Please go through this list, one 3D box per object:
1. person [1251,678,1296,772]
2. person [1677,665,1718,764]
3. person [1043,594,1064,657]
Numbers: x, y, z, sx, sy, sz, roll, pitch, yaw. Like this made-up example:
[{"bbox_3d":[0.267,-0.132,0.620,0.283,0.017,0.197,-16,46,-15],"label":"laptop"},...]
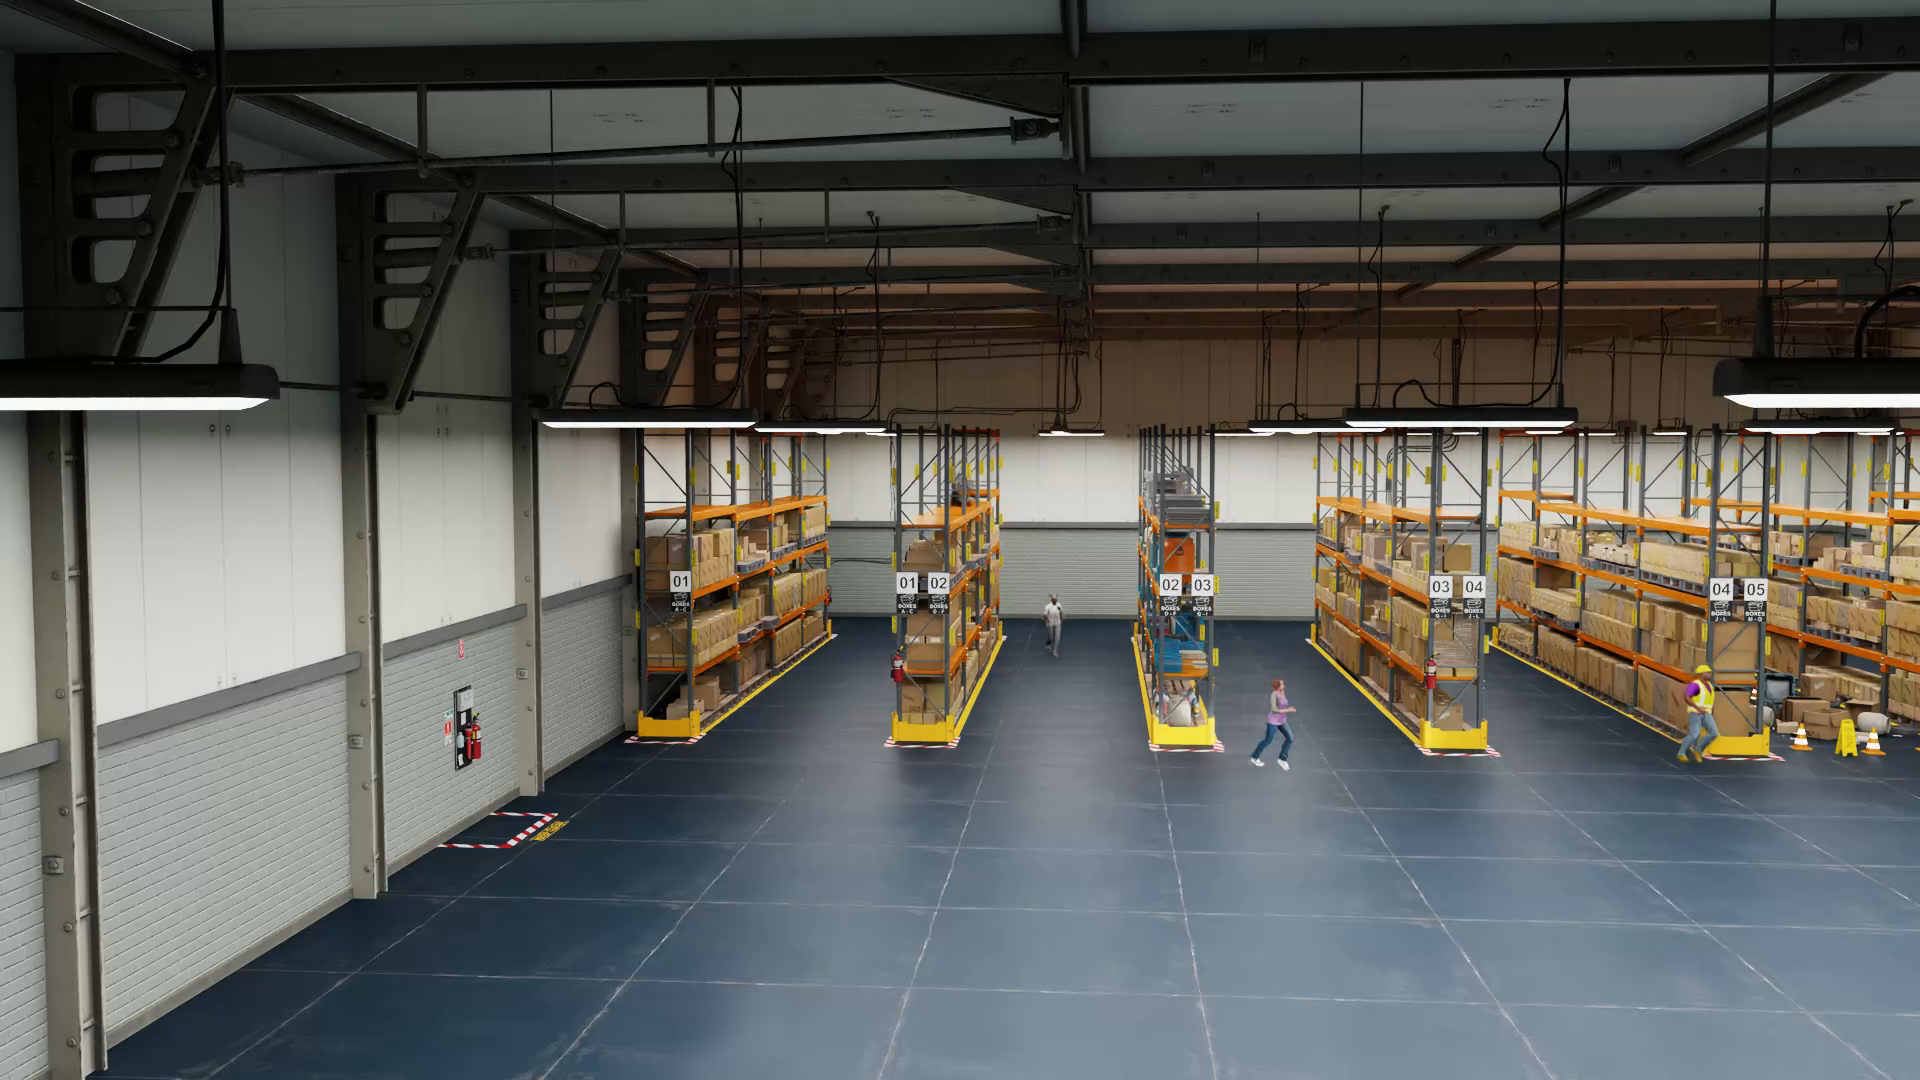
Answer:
[{"bbox_3d":[5.448,3.176,28.700,0.828,1.618,0.545,3,5,42],"label":"person"},{"bbox_3d":[13.097,3.075,29.365,0.749,1.732,0.621,-2,4,-25],"label":"person"},{"bbox_3d":[2.467,2.230,43.950,0.567,1.669,0.764,-1,4,-9],"label":"person"}]
